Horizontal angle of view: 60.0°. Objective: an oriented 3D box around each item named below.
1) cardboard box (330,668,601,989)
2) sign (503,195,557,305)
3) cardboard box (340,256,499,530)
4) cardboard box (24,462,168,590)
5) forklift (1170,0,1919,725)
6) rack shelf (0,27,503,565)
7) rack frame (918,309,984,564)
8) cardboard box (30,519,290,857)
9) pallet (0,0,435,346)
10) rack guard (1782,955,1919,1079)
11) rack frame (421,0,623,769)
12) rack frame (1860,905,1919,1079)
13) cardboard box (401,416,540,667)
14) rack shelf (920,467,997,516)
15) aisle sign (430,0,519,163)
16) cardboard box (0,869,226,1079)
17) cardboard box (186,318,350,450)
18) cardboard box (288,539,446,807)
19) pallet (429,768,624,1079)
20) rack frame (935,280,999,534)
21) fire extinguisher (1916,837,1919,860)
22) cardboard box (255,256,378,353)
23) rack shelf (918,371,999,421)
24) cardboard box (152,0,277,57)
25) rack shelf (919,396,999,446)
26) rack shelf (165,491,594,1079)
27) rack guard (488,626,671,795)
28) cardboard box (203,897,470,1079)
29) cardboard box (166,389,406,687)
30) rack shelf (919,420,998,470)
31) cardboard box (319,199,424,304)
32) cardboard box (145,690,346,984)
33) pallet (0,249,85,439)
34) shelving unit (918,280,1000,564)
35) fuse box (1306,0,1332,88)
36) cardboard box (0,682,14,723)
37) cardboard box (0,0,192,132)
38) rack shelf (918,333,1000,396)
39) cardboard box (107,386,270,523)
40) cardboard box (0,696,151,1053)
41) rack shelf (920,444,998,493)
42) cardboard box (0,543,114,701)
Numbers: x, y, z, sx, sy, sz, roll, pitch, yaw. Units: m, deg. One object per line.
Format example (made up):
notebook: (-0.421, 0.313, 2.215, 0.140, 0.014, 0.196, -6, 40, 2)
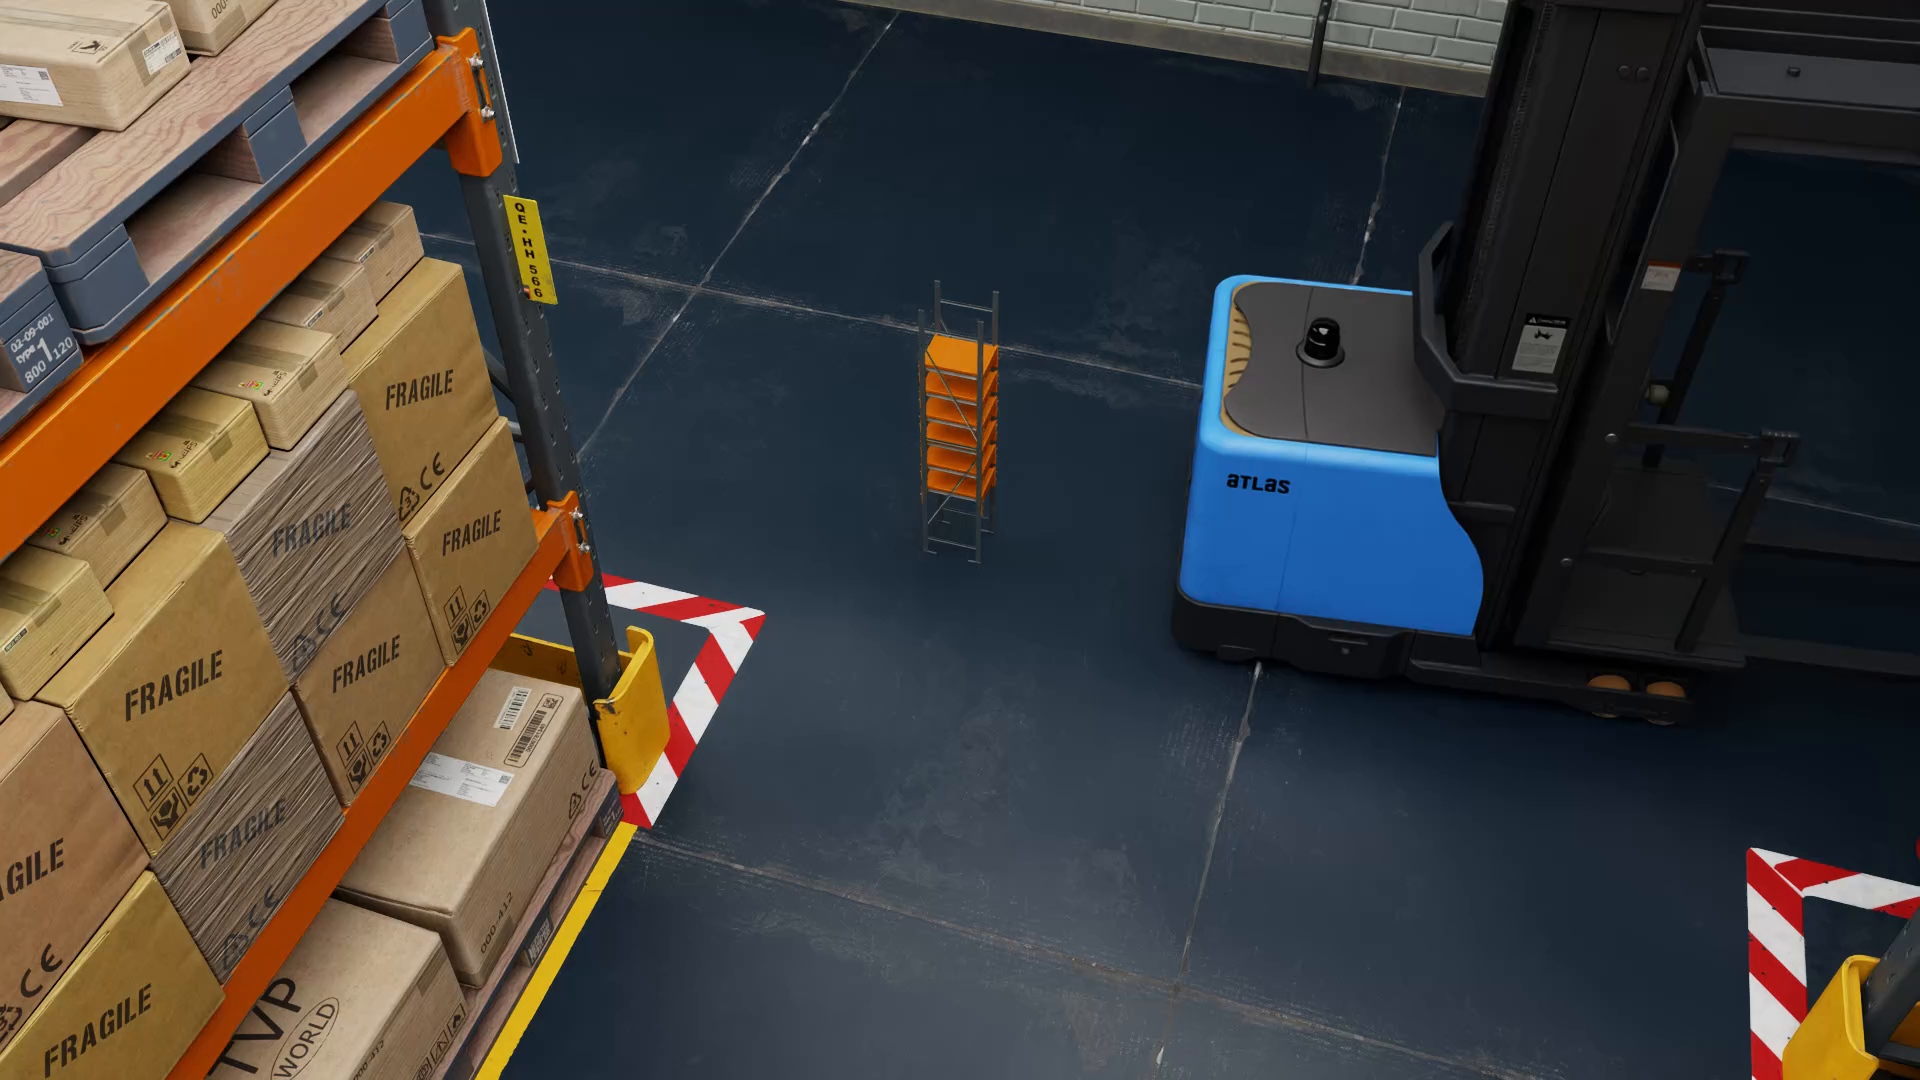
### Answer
cardboard box: (-1.752, 0.839, 5.280, 0.875, 0.438, 0.875, 11, 45, 11)
sign: (-1.135, -0.762, 4.387, 0.100, 0.325, 0.005, 13, 46, 13)
cardboard box: (-1.567, -0.409, 4.237, 0.500, 0.500, 0.500, 14, 46, 14)
cardboard box: (-1.880, -0.049, 3.405, 0.380, 0.149, 0.250, 12, 46, 12)
forklift: (2.364, -0.778, 5.450, 3.031, 2.935, 1.130, 7, 45, 7)
rack shelf: (-2.253, 0.130, 2.842, 1.077, 0.370, 4.000, 13, 46, 13)
rack frame: (-0.032, -0.358, 6.258, 0.240, 1.200, 0.006, 13, 46, 12)
cardboard box: (-1.850, 0.274, 3.539, 0.500, 0.500, 0.500, 12, 46, 12)
pallet: (-1.862, -0.932, 3.476, 1.003, 0.211, 1.213, 13, 46, 13)
rack guard: (3.061, 1.605, 4.752, 1.175, 0.500, 0.348, 13, 46, 13)
rack frame: (-1.648, -0.388, 5.002, 1.000, 3.000, 0.127, 13, 46, 13)
rack frame: (3.084, 0.661, 3.930, 1.000, 3.000, 0.127, 13, 46, 13)
cardboard box: (-1.542, -0.046, 4.581, 0.500, 0.500, 0.500, 13, 46, 13)
rack shelf: (-0.004, -0.216, 6.519, 0.258, 0.103, 0.180, 13, 46, 12)
aisle sign: (-1.330, -1.299, 4.074, 0.394, 0.787, 0.004, 13, 46, 13)
cardboard box: (-1.998, 0.977, 3.535, 0.500, 0.500, 0.500, 14, 46, 14)
cardboard box: (-1.617, -0.367, 3.730, 0.380, 0.149, 0.250, 12, 46, 12)
cardboard box: (-1.708, 0.285, 4.242, 0.500, 0.500, 0.500, 12, 46, 12)
pallet: (-1.815, 1.158, 5.415, 1.003, 0.211, 1.213, 13, 46, 13)
rack frame: (0.023, -0.480, 6.383, 0.240, 1.200, 0.006, 13, 46, 12)
fire extinguisher: (2.688, 0.626, 4.288, 0.296, 0.674, 0.183, 13, 46, 13)
cardboard box: (-1.620, -0.557, 3.924, 0.380, 0.149, 0.250, 13, 46, 13)
rack shelf: (-0.004, -0.559, 6.184, 0.258, 0.103, 0.180, 13, 46, 12)
cardboard box: (-1.698, -1.273, 3.497, 0.500, 0.250, 0.500, 9, 45, 9)
rack shelf: (-0.004, -0.473, 6.268, 0.258, 0.103, 0.180, 13, 46, 12)
rack shelf: (-2.253, 1.202, 3.891, 1.077, 0.370, 4.000, 13, 46, 13)
rack guard: (-1.640, 0.489, 5.892, 1.175, 0.500, 0.348, 13, 46, 13)
cardboard box: (-2.021, 1.451, 4.655, 0.875, 0.438, 0.875, 14, 46, 14)
cardboard box: (-1.697, -0.055, 3.875, 0.500, 0.500, 0.500, 13, 46, 13)
rack shelf: (-0.004, -0.387, 6.352, 0.258, 0.103, 0.180, 13, 46, 12)
cardboard box: (-1.566, -0.731, 4.102, 0.380, 0.149, 0.250, 13, 46, 13)
cardboard box: (-1.854, 0.630, 3.890, 0.500, 0.500, 0.500, 14, 46, 14)
pallet: (-2.230, -0.116, 2.642, 1.003, 0.211, 1.213, 13, 46, 13)
shelving unit: (-0.004, -0.419, 6.320, 0.258, 1.200, 0.189, 13, 46, 12)
fuse box: (1.995, -3.149, 8.744, 0.539, 1.711, 0.414, 13, 46, 13)
cardboard box: (-1.997, 0.302, 3.047, 0.380, 0.149, 0.250, 14, 46, 14)
cardboard box: (-1.749, -0.941, 3.230, 0.380, 0.149, 0.250, 9, 45, 9)
rack shelf: (-0.004, -0.645, 6.100, 0.258, 0.103, 0.180, 13, 46, 12)
cardboard box: (-1.733, -0.208, 3.568, 0.380, 0.149, 0.250, 14, 46, 13)
cardboard box: (-2.004, 0.609, 3.196, 0.500, 0.500, 0.500, 12, 46, 12)
rack shelf: (-0.004, -0.302, 6.436, 0.258, 0.103, 0.180, 13, 46, 12)
cardboard box: (-1.900, 0.131, 3.221, 0.380, 0.149, 0.250, 14, 46, 13)
